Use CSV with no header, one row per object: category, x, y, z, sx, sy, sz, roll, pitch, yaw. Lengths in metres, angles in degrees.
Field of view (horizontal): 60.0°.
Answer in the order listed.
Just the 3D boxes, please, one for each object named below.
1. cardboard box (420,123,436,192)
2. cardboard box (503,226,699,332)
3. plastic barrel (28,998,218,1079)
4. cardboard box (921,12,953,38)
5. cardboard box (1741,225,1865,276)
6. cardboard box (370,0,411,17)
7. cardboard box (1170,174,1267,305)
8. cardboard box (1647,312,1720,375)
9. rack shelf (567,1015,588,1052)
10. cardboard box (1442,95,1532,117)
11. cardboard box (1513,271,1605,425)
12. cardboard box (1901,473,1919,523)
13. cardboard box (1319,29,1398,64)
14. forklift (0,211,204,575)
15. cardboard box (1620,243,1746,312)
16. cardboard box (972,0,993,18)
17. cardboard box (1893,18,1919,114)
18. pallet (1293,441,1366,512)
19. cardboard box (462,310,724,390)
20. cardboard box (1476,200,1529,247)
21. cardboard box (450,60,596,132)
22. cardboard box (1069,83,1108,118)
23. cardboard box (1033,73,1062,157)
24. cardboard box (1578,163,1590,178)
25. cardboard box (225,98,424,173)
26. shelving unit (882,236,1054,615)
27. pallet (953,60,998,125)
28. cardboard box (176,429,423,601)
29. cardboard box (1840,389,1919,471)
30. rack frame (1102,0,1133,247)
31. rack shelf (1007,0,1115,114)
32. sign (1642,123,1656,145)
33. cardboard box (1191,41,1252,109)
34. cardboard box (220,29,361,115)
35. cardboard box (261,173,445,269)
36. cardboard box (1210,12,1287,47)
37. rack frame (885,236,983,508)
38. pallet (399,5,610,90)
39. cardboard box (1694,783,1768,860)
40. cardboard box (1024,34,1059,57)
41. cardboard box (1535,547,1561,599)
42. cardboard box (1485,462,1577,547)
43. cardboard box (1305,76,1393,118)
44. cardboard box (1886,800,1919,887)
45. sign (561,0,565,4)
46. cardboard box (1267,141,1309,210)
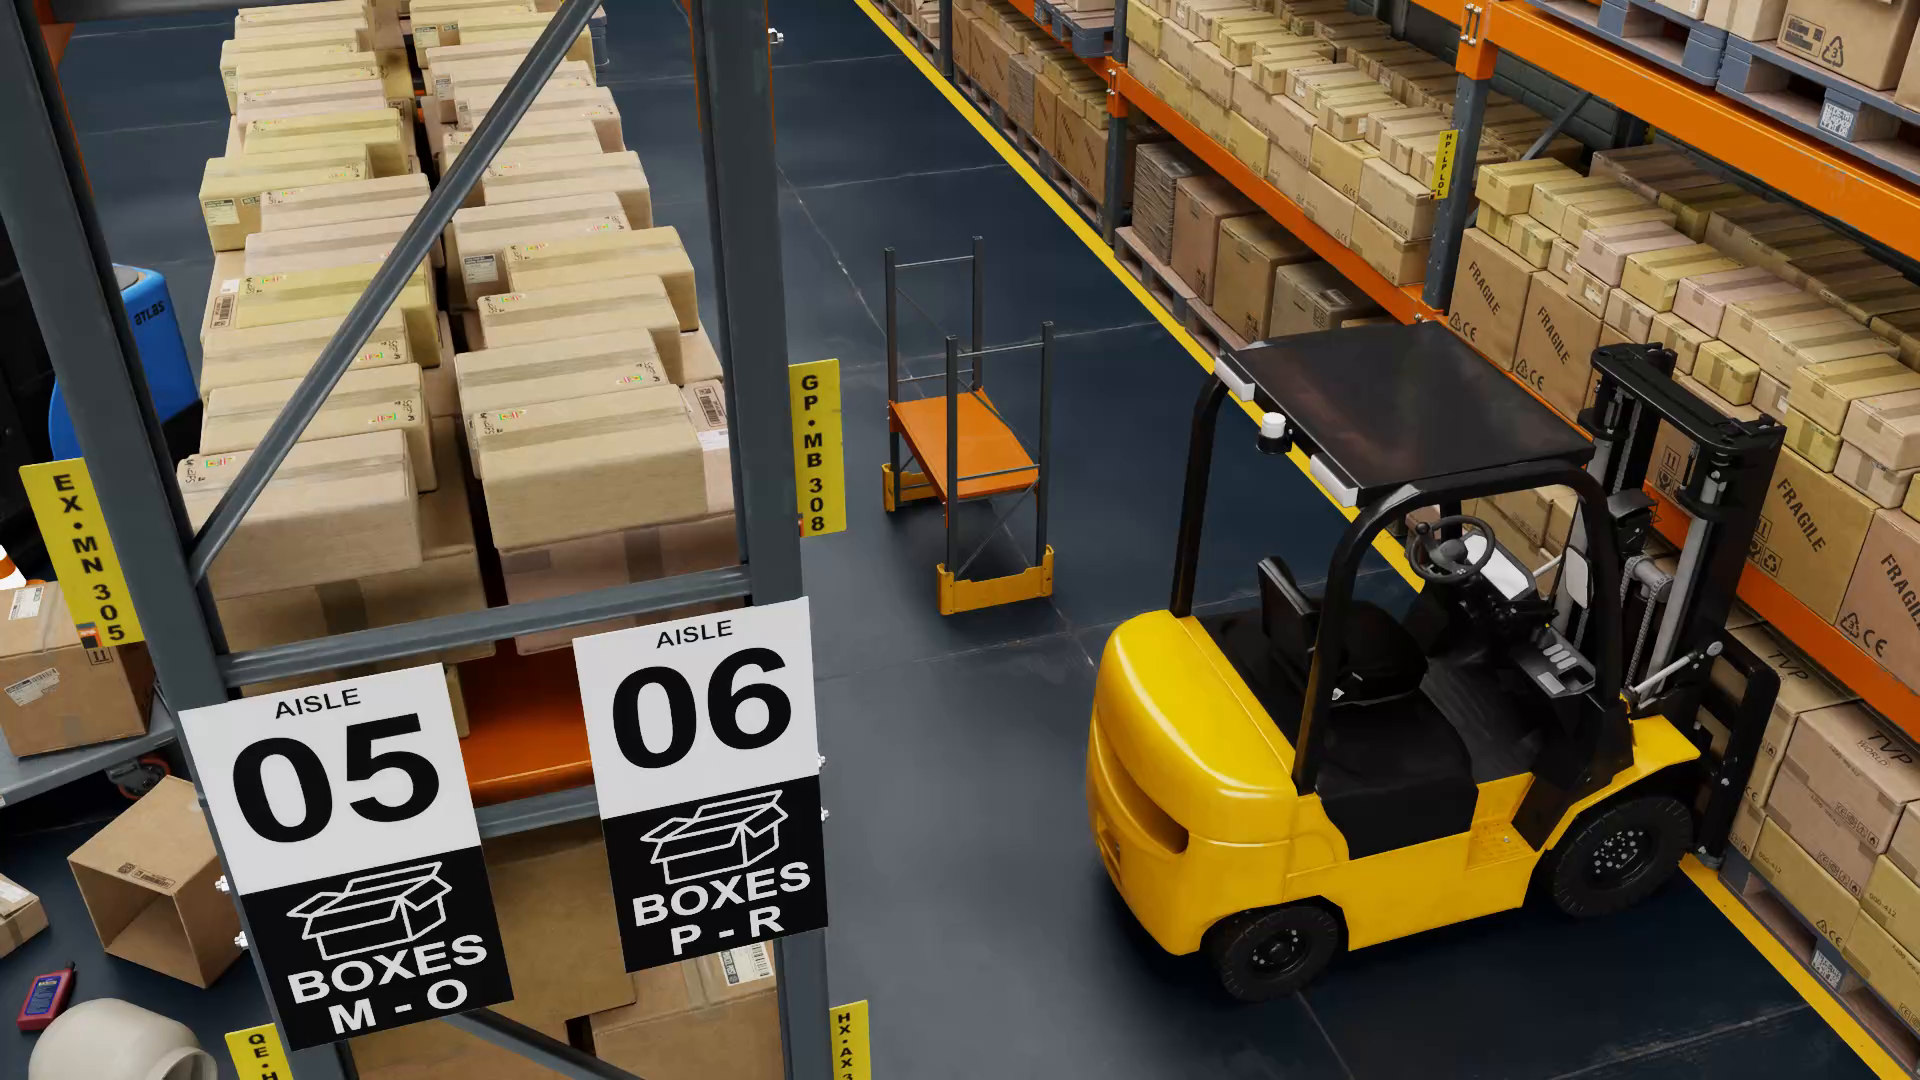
cardboard box,-1.910,-1.221,5.385,0.380,0.149,0.250,-10,35,-15
cardboard box,-0.788,-0.554,3.651,0.380,0.149,0.250,-10,35,-15
plastic barrel,-2.831,1.807,5.631,0.512,0.421,0.421,13,36,18
cardboard box,-0.143,-4.804,15.504,0.380,0.149,0.250,-11,35,-16
cardboard box,3.459,-1.159,6.834,0.380,0.149,0.250,-11,35,-15
cardboard box,-2.295,-2.184,6.369,0.500,0.250,0.500,-11,35,-16
cardboard box,1.911,-1.988,10.811,0.875,0.625,0.625,-9,34,-13
cardboard box,2.957,-0.799,6.559,0.380,0.149,0.250,-11,35,-16
rack shelf,-1.369,0.812,5.453,1.077,0.370,4.000,-10,35,-15
cardboard box,2.737,-2.189,8.662,0.380,0.149,0.250,-10,35,-15
cardboard box,2.809,-0.869,7.253,0.500,0.500,0.500,-9,35,-14
cardboard box,3.403,-0.130,5.546,0.380,0.149,0.250,-10,35,-15
cardboard box,2.306,-2.848,9.660,0.380,0.149,0.250,-9,35,-13
forklift,-5.268,-1.106,7.766,1.130,2.935,3.031,11,35,16
cardboard box,2.900,-1.055,6.677,0.380,0.149,0.250,-11,35,-15
cardboard box,0.321,-4.612,14.307,0.380,0.149,0.250,-11,35,-16
cardboard box,3.383,-1.531,5.063,0.700,0.500,0.500,-10,35,-14
pallet,2.485,-0.592,9.454,1.003,0.211,1.213,-10,35,-15
cardboard box,-0.803,-0.326,3.668,0.500,0.250,0.500,-11,35,-15
cardboard box,2.594,-1.476,7.583,0.380,0.149,0.250,-11,35,-15
cardboard box,-1.214,-1.218,4.656,0.380,0.149,0.250,-10,35,-14
cardboard box,1.022,-3.233,12.219,0.380,0.149,0.250,-12,35,-17
cardboard box,0.888,-3.332,12.958,0.500,0.500,0.500,-9,34,-13
cardboard box,2.837,-1.830,8.482,0.500,0.250,0.500,-11,35,-16
cardboard box,-1.799,-1.040,4.748,0.500,0.250,0.500,-10,35,-14
shelving unit,0.023,-0.586,8.276,0.587,1.500,1.083,-10,35,-15
pallet,0.591,-3.991,14.598,1.003,0.211,1.213,-10,35,-15
cardboard box,-1.143,-0.045,2.881,0.380,0.149,0.250,-10,35,-14
cardboard box,3.257,-0.382,5.659,0.380,0.149,0.250,-9,35,-14
rack frame,1.527,-3.475,11.288,1.000,3.000,0.127,-10,35,-15
rack shelf,0.917,-4.225,13.075,1.077,0.370,4.000,-10,35,-15
sign,3.275,-1.863,7.992,0.100,0.325,0.005,-10,35,-15
cardboard box,1.724,-2.806,9.958,0.500,0.250,0.500,-11,35,-16
cardboard box,-1.960,-1.383,4.906,0.380,0.149,0.250,-10,35,-15
cardboard box,-1.431,-0.731,3.920,0.380,0.149,0.250,-11,35,-16
cardboard box,1.726,-3.038,9.947,0.380,0.149,0.250,-10,35,-14
rack frame,-0.129,-0.848,8.673,0.500,1.500,0.032,-10,35,-15
pallet,-2.066,-2.053,6.586,1.213,0.211,1.003,-10,35,-15
cardboard box,3.236,0.977,6.664,0.500,0.250,0.500,-10,35,-14
cardboard box,0.731,-3.933,13.279,0.380,0.149,0.250,-10,35,-15
cardboard box,2.899,0.224,7.349,0.500,0.250,0.500,-10,35,-15
cardboard box,2.742,-0.243,7.603,0.500,0.250,0.500,-10,35,-15
cardboard box,2.084,-2.363,8.926,0.380,0.149,0.250,-11,35,-16
cardboard box,3.530,1.091,5.585,0.500,0.250,0.500,-9,34,-13
sign,-1.464,-2.101,6.018,0.100,0.325,0.005,-10,35,-15
cardboard box,2.063,-2.062,9.285,0.500,0.250,0.500,-10,35,-14
